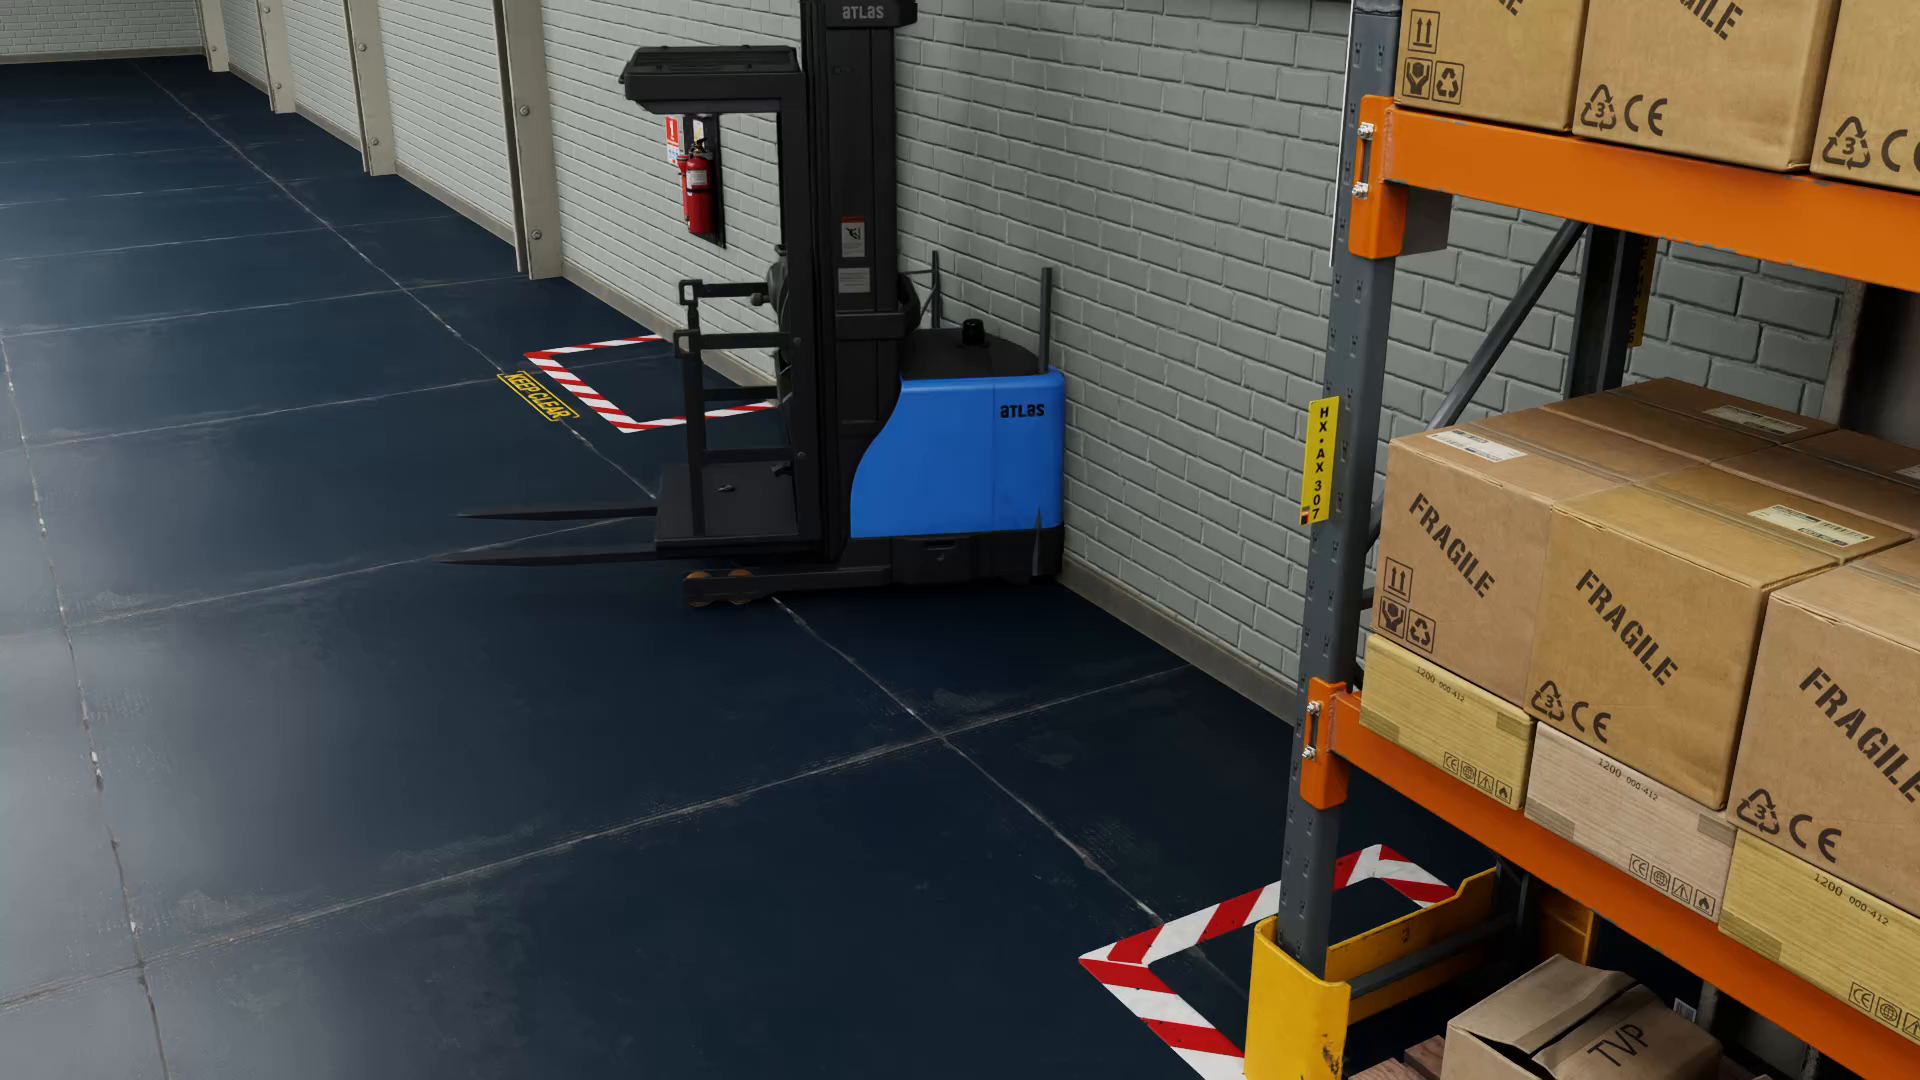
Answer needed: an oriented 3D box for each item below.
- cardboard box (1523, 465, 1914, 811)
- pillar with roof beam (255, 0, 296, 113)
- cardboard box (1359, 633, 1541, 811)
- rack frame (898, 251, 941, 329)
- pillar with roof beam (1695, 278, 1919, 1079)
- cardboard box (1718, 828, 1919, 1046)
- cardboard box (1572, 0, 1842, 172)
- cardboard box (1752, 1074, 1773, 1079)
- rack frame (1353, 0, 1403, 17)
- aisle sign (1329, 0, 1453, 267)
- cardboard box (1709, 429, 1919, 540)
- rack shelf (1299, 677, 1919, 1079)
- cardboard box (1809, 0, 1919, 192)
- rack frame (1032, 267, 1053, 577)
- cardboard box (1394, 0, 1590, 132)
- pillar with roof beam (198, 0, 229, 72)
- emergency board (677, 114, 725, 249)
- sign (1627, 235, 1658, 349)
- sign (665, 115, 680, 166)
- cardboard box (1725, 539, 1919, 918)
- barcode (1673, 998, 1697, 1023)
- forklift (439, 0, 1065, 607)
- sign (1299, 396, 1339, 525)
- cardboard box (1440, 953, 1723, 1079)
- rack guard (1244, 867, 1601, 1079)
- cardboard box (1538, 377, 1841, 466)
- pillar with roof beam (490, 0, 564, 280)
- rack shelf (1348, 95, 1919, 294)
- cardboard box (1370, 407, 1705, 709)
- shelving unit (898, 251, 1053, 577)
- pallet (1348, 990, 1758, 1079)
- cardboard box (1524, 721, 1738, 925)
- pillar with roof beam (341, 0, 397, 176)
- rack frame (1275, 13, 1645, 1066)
[{"bbox_3d":[1.597,0.187,3.546,0.500,0.500,0.500,-13,25,-28],"label":"cardboard box"},{"bbox_3d":[-13.491,-9.560,20.382,9.100,9.000,0.400,-13,25,-28],"label":"pillar with roof beam"},{"bbox_3d":[1.344,0.379,4.069,0.500,0.250,0.500,-13,26,-30],"label":"cardboard box"},{"bbox_3d":[-0.275,-0.757,8.772,0.032,1.500,0.500,11,17,36],"label":"rack frame"},{"bbox_3d":[-1.232,-1.791,1.268,9.100,9.000,0.400,-13,25,-28],"label":"pillar with roof beam"},{"bbox_3d":[1.877,0.710,3.253,0.500,0.250,0.500,-13,26,-29],"label":"cardboard box"},{"bbox_3d":[1.568,-1.009,3.166,0.500,0.500,0.500,-11,24,-25],"label":"cardboard box"},{"bbox_3d":[1.935,1.567,3.959,0.500,0.311,0.500,-10,24,-24],"label":"cardboard box"},{"bbox_3d":[1.368,-2.680,3.453,1.000,3.000,0.127,-13,25,-28],"label":"rack frame"},{"bbox_3d":[1.073,-1.070,4.009,0.394,0.787,0.004,-13,25,-28],"label":"aisle sign"},{"bbox_3d":[2.040,0.089,3.786,0.500,0.500,0.500,-12,25,-28],"label":"cardboard box"},{"bbox_3d":[2.390,1.080,3.126,1.077,0.370,4.000,-13,25,-28],"label":"rack shelf"},{"bbox_3d":[1.836,-0.841,2.755,0.500,0.500,0.500,-11,25,-26],"label":"cardboard box"},{"bbox_3d":[0.532,-0.594,8.176,0.032,1.500,0.500,11,17,36],"label":"rack frame"},{"bbox_3d":[1.324,-1.189,3.611,0.500,0.500,0.500,-12,25,-27],"label":"cardboard box"},{"bbox_3d":[-16.556,-11.503,25.161,9.100,9.000,0.400,-13,25,-28],"label":"pillar with roof beam"},{"bbox_3d":[-1.825,-2.590,11.200,0.194,1.169,0.643,-13,25,-28],"label":"emergency board"},{"bbox_3d":[1.855,-0.684,4.552,0.100,0.325,0.005,-13,25,-28],"label":"sign"},{"bbox_3d":[-2.019,-2.805,11.682,0.001,0.329,0.234,-13,25,-28],"label":"sign"},{"bbox_3d":[1.856,0.355,3.131,0.500,0.500,0.500,-14,26,-30],"label":"cardboard box"},{"bbox_3d":[1.997,1.307,4.586,0.001,0.075,0.075,-13,25,-28],"label":"barcode"},{"bbox_3d":[-1.042,-1.248,7.988,3.031,2.935,1.130,-3,22,-7],"label":"forklift"},{"bbox_3d":[0.902,-0.197,4.163,0.100,0.325,0.005,-13,25,-28],"label":"sign"},{"bbox_3d":[1.644,1.383,4.413,0.500,0.311,0.500,-16,27,-34],"label":"cardboard box"},{"bbox_3d":[1.407,1.282,4.993,1.175,0.500,0.348,-13,25,-28],"label":"rack guard"},{"bbox_3d":[1.792,-0.076,4.192,0.500,0.500,0.500,-13,25,-29],"label":"cardboard box"},{"bbox_3d":[-7.361,-5.676,10.825,9.100,9.000,0.400,-13,25,-28],"label":"pillar with roof beam"},{"bbox_3d":[2.390,-0.309,2.561,1.077,0.370,4.000,-13,25,-28],"label":"rack shelf"},{"bbox_3d":[1.354,0.025,3.944,0.500,0.500,0.500,-13,25,-28],"label":"cardboard box"},{"bbox_3d":[0.129,-0.676,8.474,1.048,1.500,0.538,11,17,36],"label":"shelving unit"},{"bbox_3d":[1.791,1.686,4.384,1.003,0.211,1.213,-13,25,-28],"label":"pallet"},{"bbox_3d":[1.622,0.544,3.662,0.500,0.250,0.500,-13,26,-30],"label":"cardboard box"},{"bbox_3d":[-10.426,-7.618,15.604,9.100,9.000,0.400,-13,25,-28],"label":"pillar with roof beam"},{"bbox_3d":[1.368,0.100,4.583,1.000,3.000,0.127,-13,25,-28],"label":"rack frame"}]
